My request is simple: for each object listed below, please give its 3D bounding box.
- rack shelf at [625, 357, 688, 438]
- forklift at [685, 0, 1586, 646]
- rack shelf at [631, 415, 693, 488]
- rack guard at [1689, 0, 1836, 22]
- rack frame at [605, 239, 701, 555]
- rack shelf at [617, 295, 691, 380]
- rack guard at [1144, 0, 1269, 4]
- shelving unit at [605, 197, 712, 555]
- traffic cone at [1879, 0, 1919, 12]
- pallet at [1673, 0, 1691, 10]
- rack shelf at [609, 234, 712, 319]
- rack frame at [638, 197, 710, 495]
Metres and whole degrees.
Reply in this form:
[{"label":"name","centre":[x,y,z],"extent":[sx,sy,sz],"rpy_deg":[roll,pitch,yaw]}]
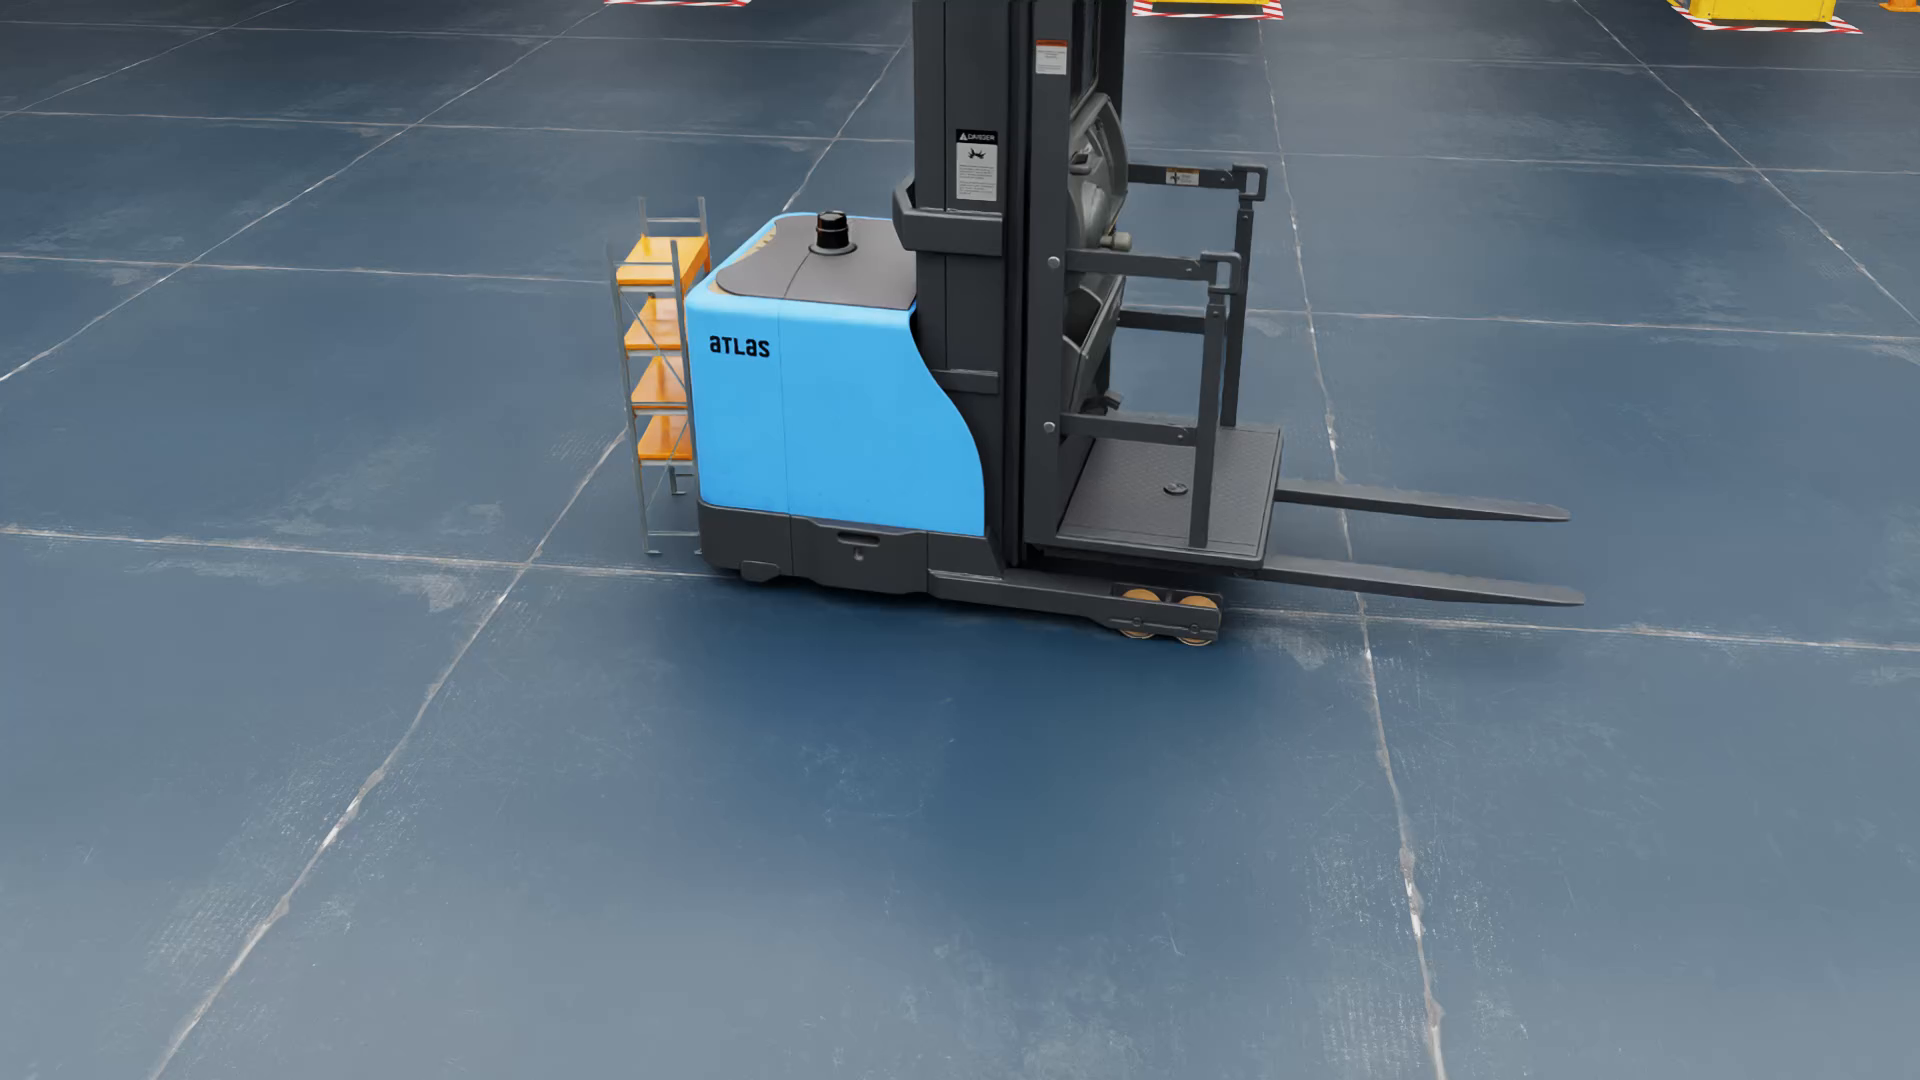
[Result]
[{"label":"rack shelf","centre":[-1.046,-0.535,6.115],"extent":[0.258,0.148,0.480],"rpy_deg":[1,28,3]},{"label":"forklift","centre":[0.641,-1.212,5.409],"extent":[3.031,2.935,1.130],"rpy_deg":[7,29,12]},{"label":"rack shelf","centre":[-1.042,-0.360,6.209],"extent":[0.258,0.148,0.480],"rpy_deg":[1,28,3]},{"label":"rack guard","centre":[7.228,-4.955,14.920],"extent":[1.175,0.500,0.348],"rpy_deg":[3,28,6]},{"label":"rack frame","centre":[-1.060,-0.479,5.869],"extent":[0.240,1.200,0.015],"rpy_deg":[1,28,3]},{"label":"rack shelf","centre":[-1.050,-0.732,6.009],"extent":[0.258,0.148,0.480],"rpy_deg":[1,28,3]},{"label":"rack guard","centre":[2.330,-5.338,15.631],"extent":[1.175,0.500,0.348],"rpy_deg":[3,28,6]},{"label":"shelving unit","centre":[-1.047,-0.595,6.083],"extent":[0.258,1.200,0.503],"rpy_deg":[1,28,3]},{"label":"traffic cone","centre":[8.705,-5.117,15.261],"extent":[0.336,0.463,0.334],"rpy_deg":[3,28,6]},{"label":"pallet","centre":[7.251,-5.220,15.717],"extent":[1.003,0.211,1.213],"rpy_deg":[3,28,6]},{"label":"rack shelf","centre":[-1.054,-0.941,5.897],"extent":[0.258,0.148,0.480],"rpy_deg":[1,28,3]},{"label":"rack frame","centre":[-1.033,-0.710,6.298],"extent":[0.240,1.200,0.015],"rpy_deg":[1,28,3]}]
